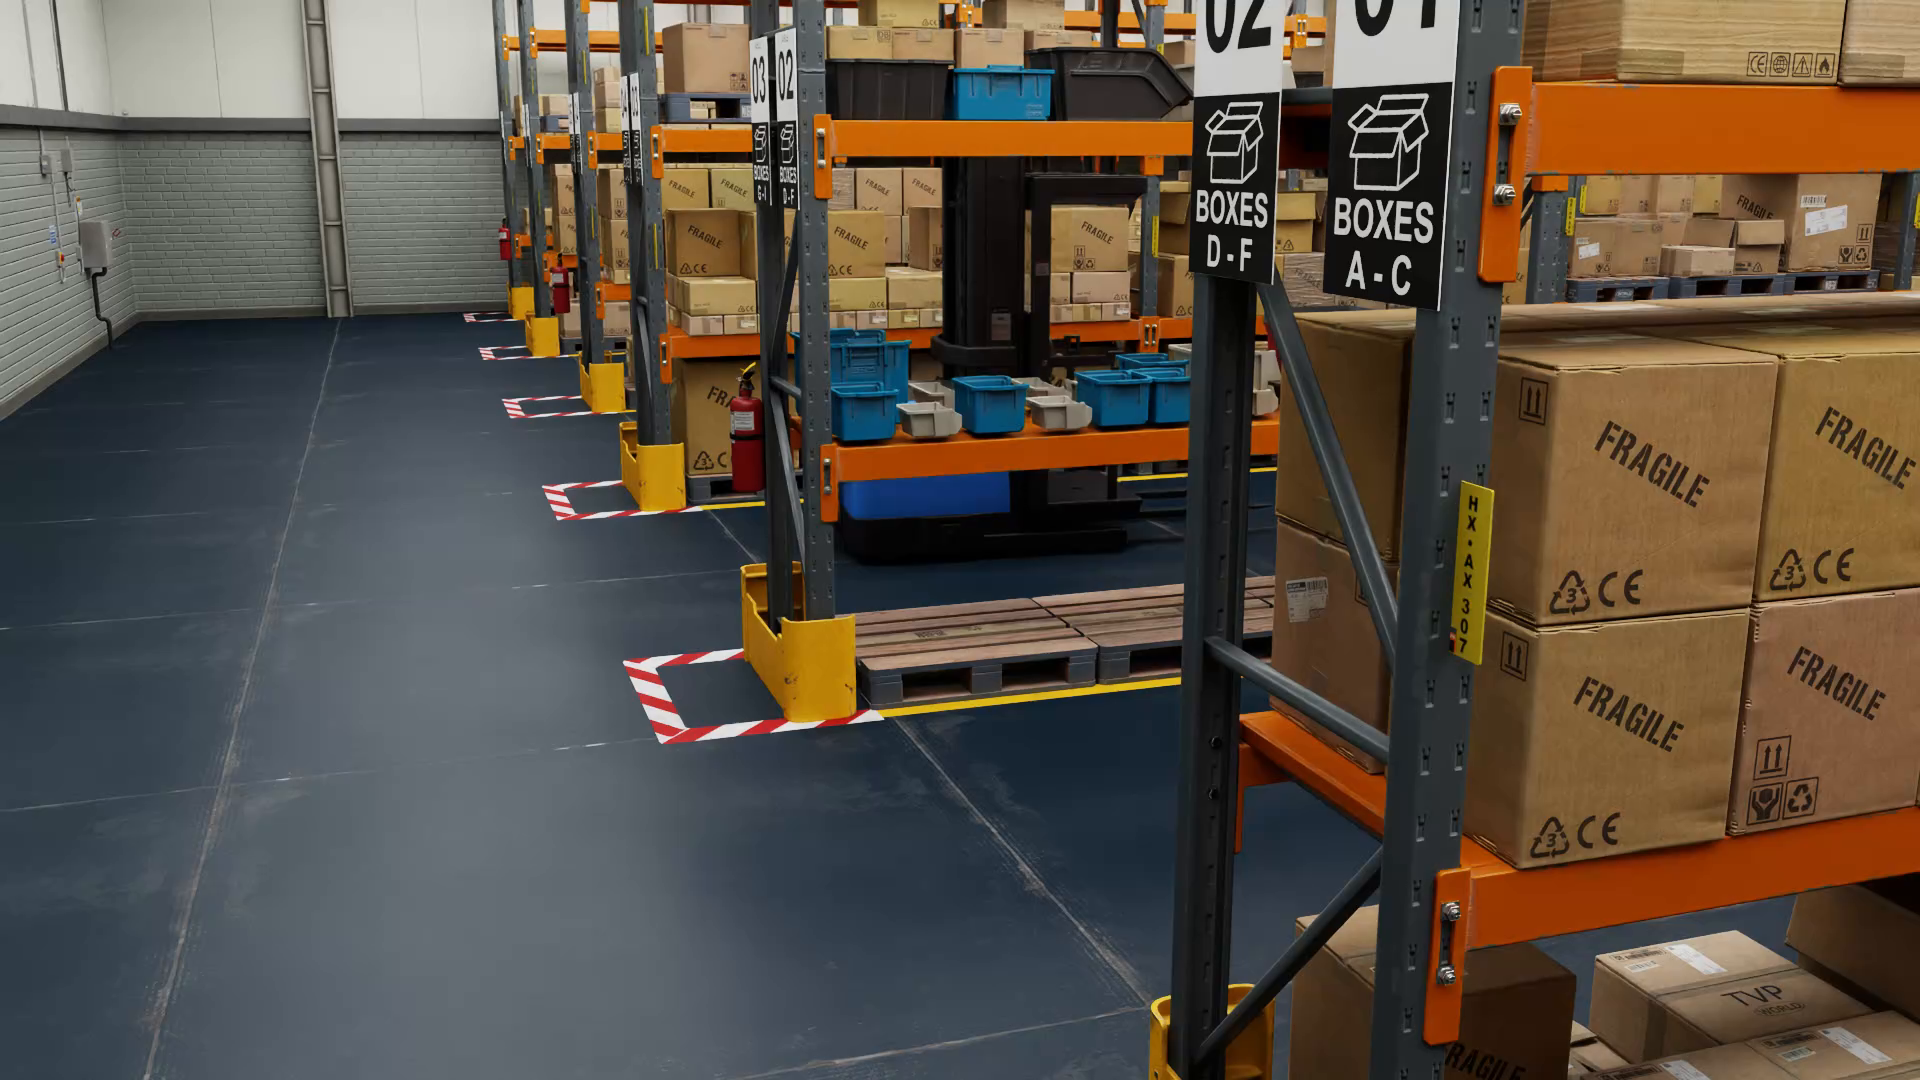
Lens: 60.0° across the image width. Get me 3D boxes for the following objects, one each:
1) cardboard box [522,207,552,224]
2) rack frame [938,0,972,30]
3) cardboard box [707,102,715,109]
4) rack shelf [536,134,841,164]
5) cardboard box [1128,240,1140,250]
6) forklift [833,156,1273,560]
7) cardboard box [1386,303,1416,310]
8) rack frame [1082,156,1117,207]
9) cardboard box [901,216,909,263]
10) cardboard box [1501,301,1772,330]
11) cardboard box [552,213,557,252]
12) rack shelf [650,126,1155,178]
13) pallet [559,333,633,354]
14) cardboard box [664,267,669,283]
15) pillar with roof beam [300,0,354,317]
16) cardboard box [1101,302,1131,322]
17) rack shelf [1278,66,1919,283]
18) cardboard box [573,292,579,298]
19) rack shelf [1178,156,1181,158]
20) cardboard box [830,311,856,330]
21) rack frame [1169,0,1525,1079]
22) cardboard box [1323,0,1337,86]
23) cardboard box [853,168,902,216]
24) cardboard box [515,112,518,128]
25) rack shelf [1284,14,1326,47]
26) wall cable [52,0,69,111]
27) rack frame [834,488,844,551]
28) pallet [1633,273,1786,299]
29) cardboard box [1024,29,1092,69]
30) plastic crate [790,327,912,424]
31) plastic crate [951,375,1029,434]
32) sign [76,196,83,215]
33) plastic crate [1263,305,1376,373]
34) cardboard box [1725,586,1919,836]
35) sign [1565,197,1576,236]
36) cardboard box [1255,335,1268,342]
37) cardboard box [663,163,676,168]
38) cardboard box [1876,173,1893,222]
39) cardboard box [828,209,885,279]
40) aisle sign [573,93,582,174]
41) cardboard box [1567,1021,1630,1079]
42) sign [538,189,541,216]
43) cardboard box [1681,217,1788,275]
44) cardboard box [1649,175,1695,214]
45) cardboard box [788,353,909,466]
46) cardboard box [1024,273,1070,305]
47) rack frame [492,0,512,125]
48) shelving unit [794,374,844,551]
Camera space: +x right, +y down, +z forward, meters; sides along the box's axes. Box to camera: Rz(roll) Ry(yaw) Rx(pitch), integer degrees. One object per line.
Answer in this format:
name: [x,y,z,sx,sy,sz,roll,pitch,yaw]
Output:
cardboard box: [-6.793,-5.237,26.858,0.500,0.250,0.500,-4,14,-16]
rack frame: [-0.092,-6.120,17.926,0.127,3.000,1.000,-4,14,-18]
cardboard box: [-2.407,-4.585,17.196,0.500,0.250,0.500,-4,14,-17]
rack shelf: [-3.662,-5.241,22.268,4.000,0.370,1.077,-4,14,-18]
cardboard box: [1.903,-3.327,18.784,0.250,0.149,0.380,-5,14,-21]
forklift: [0.658,-1.450,11.404,3.031,2.935,1.130,-3,14,-13]
cardboard box: [3.831,-2.285,14.550,0.500,0.500,0.500,-5,14,-20]
rack frame: [2.024,-4.575,24.394,0.127,3.000,1.000,-4,14,-18]
cardboard box: [-0.461,-3.297,18.163,0.500,0.500,0.500,-4,14,-18]
cardboard box: [1.571,-0.304,4.061,0.500,0.500,0.500,-4,14,-17]
cardboard box: [-5.185,-4.127,22.294,0.500,0.500,0.500,-4,14,-18]
rack shelf: [-0.502,-3.068,13.131,4.000,0.370,1.077,-4,14,-18]
pallet: [-4.825,-2.704,22.554,1.213,0.211,1.003,-4,14,-18]
cardboard box: [-2.972,-2.772,17.357,0.250,0.149,0.380,-5,14,-20]
pillar with roof beam: [-8.614,-7.046,21.818,0.400,9.000,9.100,-4,14,-18]
cardboard box: [1.209,-1.890,13.648,0.250,0.149,0.380,-4,14,-18]
rack shelf: [2.654,-0.895,3.995,4.000,0.370,1.077,-4,14,-18]
cardboard box: [-6.119,-3.937,26.967,0.250,0.149,0.380,-5,14,-20]
rack shelf: [2.333,-6.920,29.326,4.000,0.370,1.077,-4,14,-18]
cardboard box: [-0.982,-1.719,12.930,0.250,0.149,0.380,-5,14,-19]
rack frame: [0.759,0.362,3.639,0.127,3.000,1.000,-4,14,-18]
cardboard box: [1.162,-1.120,3.711,0.500,0.250,0.500,-4,14,-18]
cardboard box: [-0.940,-3.748,17.898,0.500,0.500,0.500,-5,14,-20]
cardboard box: [-6.810,-6.696,26.512,0.500,0.250,0.500,-5,14,-19]
rack shelf: [5.594,-6.018,19.917,4.000,0.370,1.077,-4,14,-18]
wall cable: [-11.949,-7.219,22.463,0.133,3.039,2.988,-4,14,-18]
rack frame: [-0.863,-0.533,11.241,0.006,1.200,0.240,-8,15,-15]
pallet: [7.048,-2.463,15.930,1.213,0.211,1.003,-4,14,-18]
cardboard box: [0.671,-3.796,13.298,0.500,0.500,0.700,-5,14,-21]
plastic crate: [-0.560,-0.837,8.472,0.499,0.435,0.616,-4,14,-18]
plastic crate: [0.145,-0.667,8.197,0.300,0.233,0.416,-4,14,-18]
sign: [-11.605,-4.409,21.912,0.001,0.242,0.339,-4,14,-18]
plastic crate: [2.047,-1.069,9.388,0.583,0.464,0.402,-4,14,-18]
cardboard box: [1.751,0.299,3.687,0.500,0.500,0.500,-5,14,-19]
sign: [5.365,-2.843,14.612,0.005,0.325,0.100,-4,14,-18]
cardboard box: [2.841,-1.395,14.707,0.875,0.875,1.225,-5,14,-20]
cardboard box: [-3.899,-4.893,21.953,0.250,0.149,0.380,-4,14,-18]
cardboard box: [9.315,-3.470,16.729,0.500,0.500,0.500,-4,14,-18]
cardboard box: [-0.893,-2.300,12.892,0.500,0.500,0.500,-5,14,-20]
aisle sign: [-3.857,-4.100,16.779,0.004,0.787,0.394,-4,14,-18]
cardboard box: [1.608,1.422,4.354,0.250,0.166,0.380,-4,14,-18]
sign: [-5.387,-4.322,21.289,0.005,0.325,0.100,-4,14,-18]
cardboard box: [7.363,-2.803,15.814,0.637,0.503,0.797,-3,14,-12]
cardboard box: [8.890,-4.486,21.361,0.550,0.550,0.875,-4,14,-18]
cardboard box: [-0.954,-1.114,13.526,0.875,0.875,0.875,-4,14,-18]
cardboard box: [0.569,-2.049,13.456,0.500,0.250,0.500,-4,14,-16]
rack frame: [-7.144,-7.991,25.793,0.127,3.000,1.000,-4,14,-18]
shelving unit: [-0.951,-0.521,11.218,0.189,1.200,0.258,-8,15,-15]
